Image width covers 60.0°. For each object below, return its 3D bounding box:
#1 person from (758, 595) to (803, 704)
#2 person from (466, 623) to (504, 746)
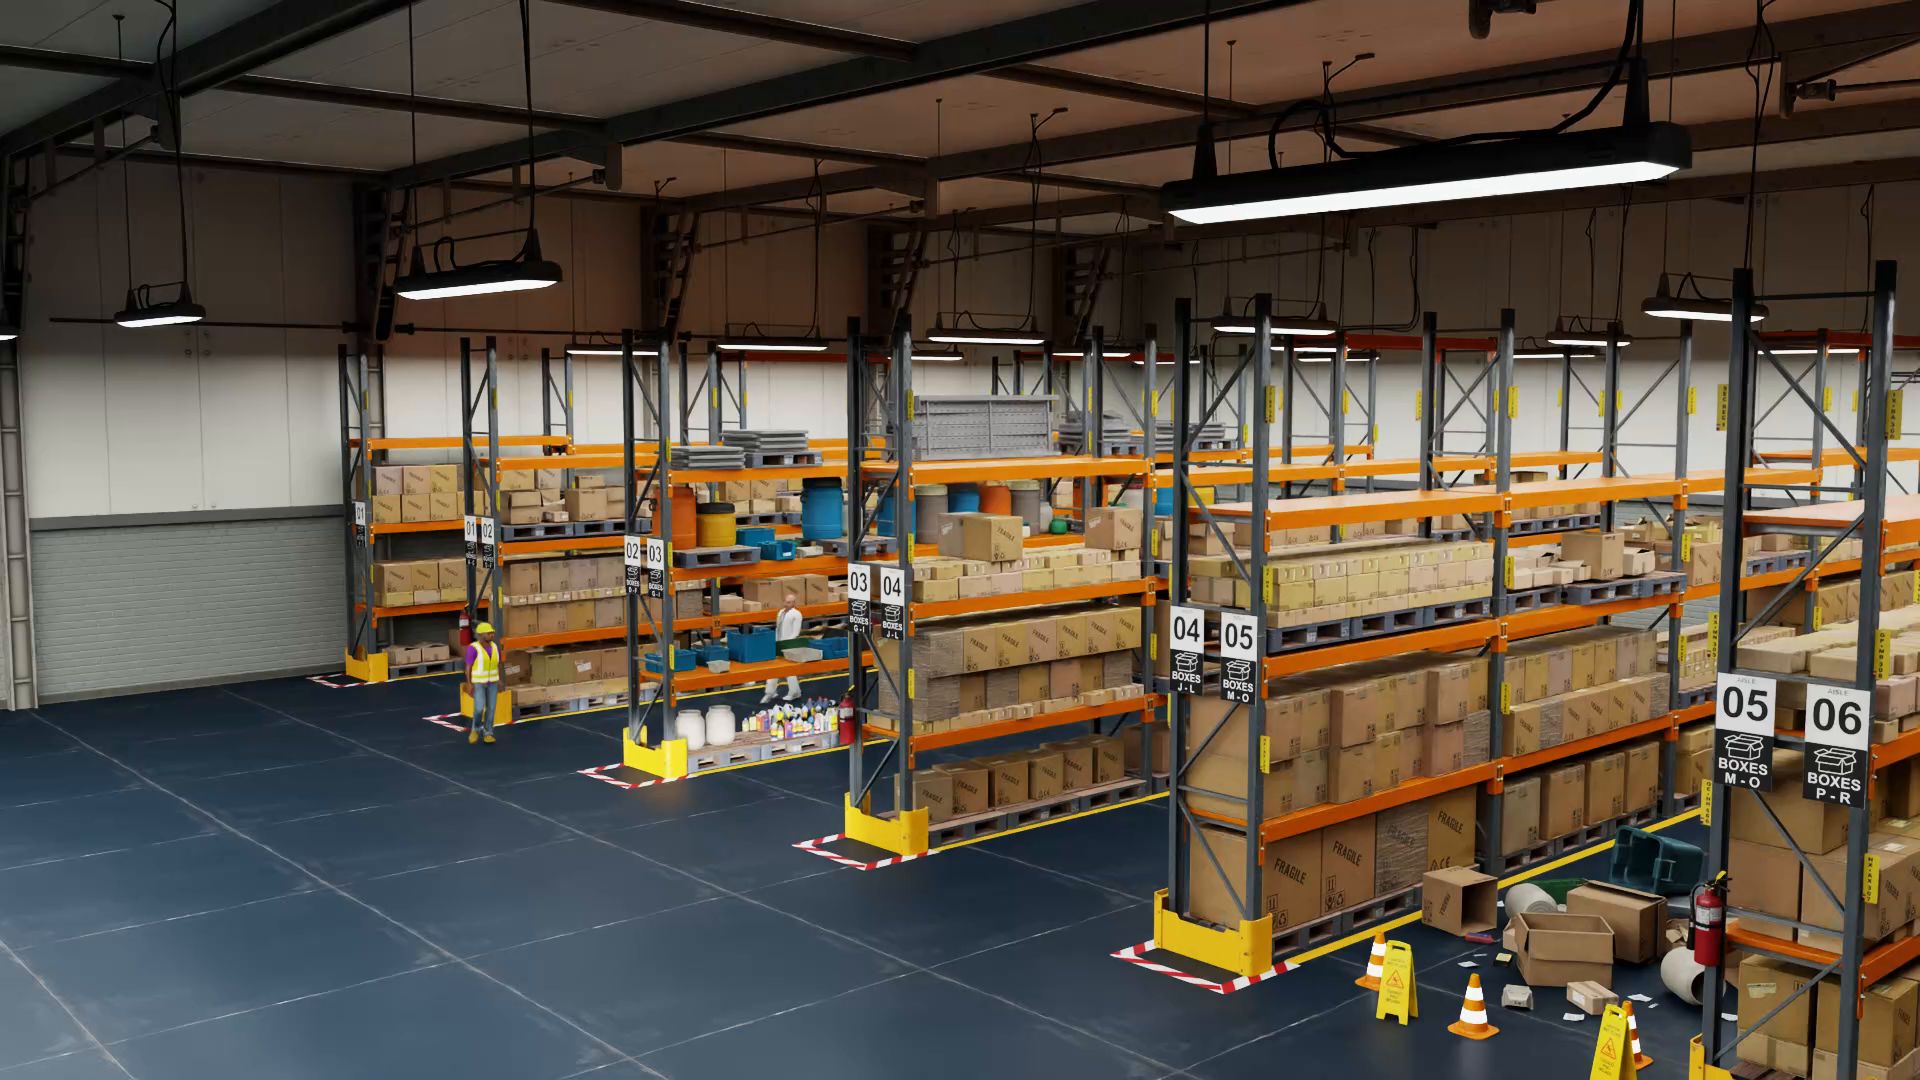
[{"bbox_3d":[-2.991,1.821,27.680,0.605,1.797,0.767,4,6,38],"label":"person"},{"bbox_3d":[-6.924,2.104,24.284,0.591,1.782,0.443,-4,7,-41],"label":"person"}]
